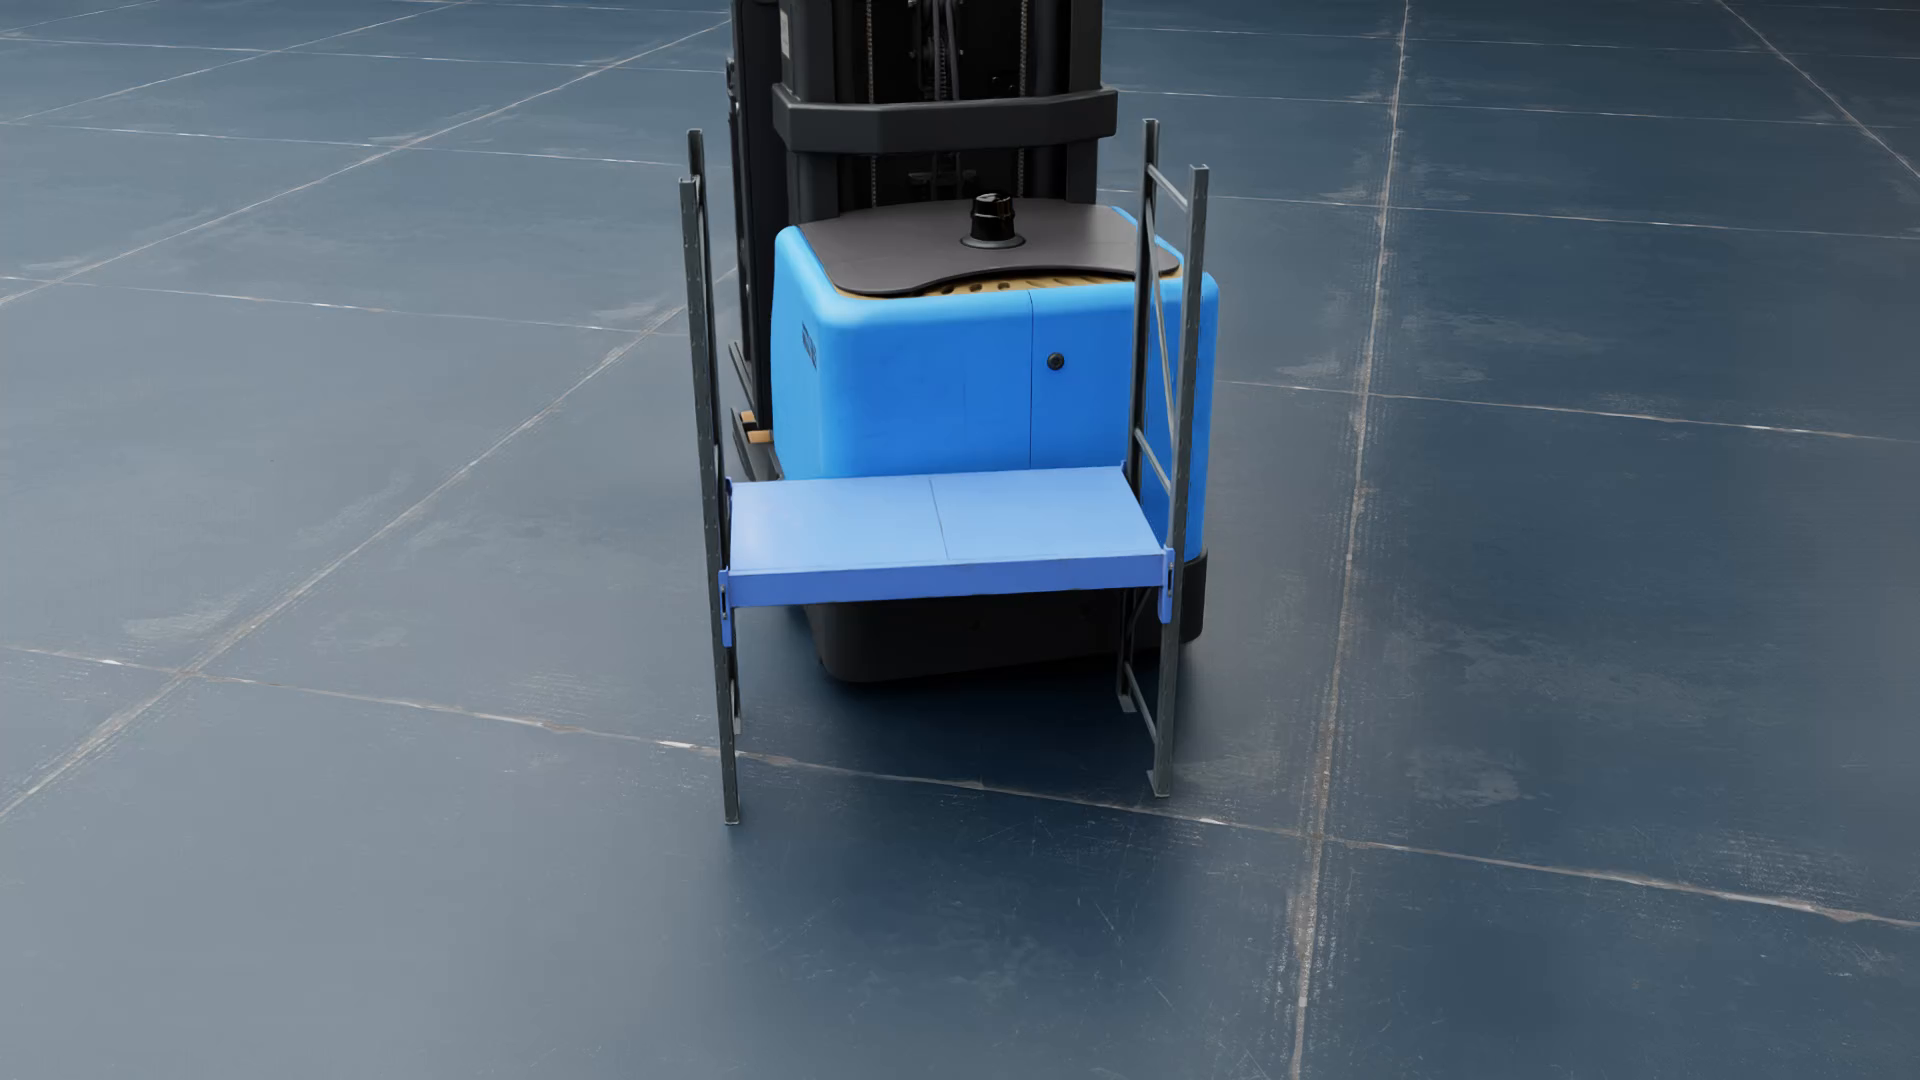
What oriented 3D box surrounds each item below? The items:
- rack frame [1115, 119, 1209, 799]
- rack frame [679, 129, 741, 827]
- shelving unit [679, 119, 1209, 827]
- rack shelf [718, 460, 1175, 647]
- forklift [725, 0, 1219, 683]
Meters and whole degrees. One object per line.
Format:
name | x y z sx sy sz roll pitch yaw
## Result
rack frame | 0.455 -0.169 3.859 0.032 1.500 0.500 -3 26 -6
rack frame | -0.555 -0.120 3.758 0.032 1.500 0.500 -3 26 -6
shelving unit | -0.050 -0.144 3.809 1.048 1.500 0.538 -3 26 -6
rack shelf | -0.050 0.018 3.886 1.000 0.185 0.538 -3 26 -6
forklift | -0.183 -1.564 5.125 1.130 2.935 3.031 -6 26 -12
